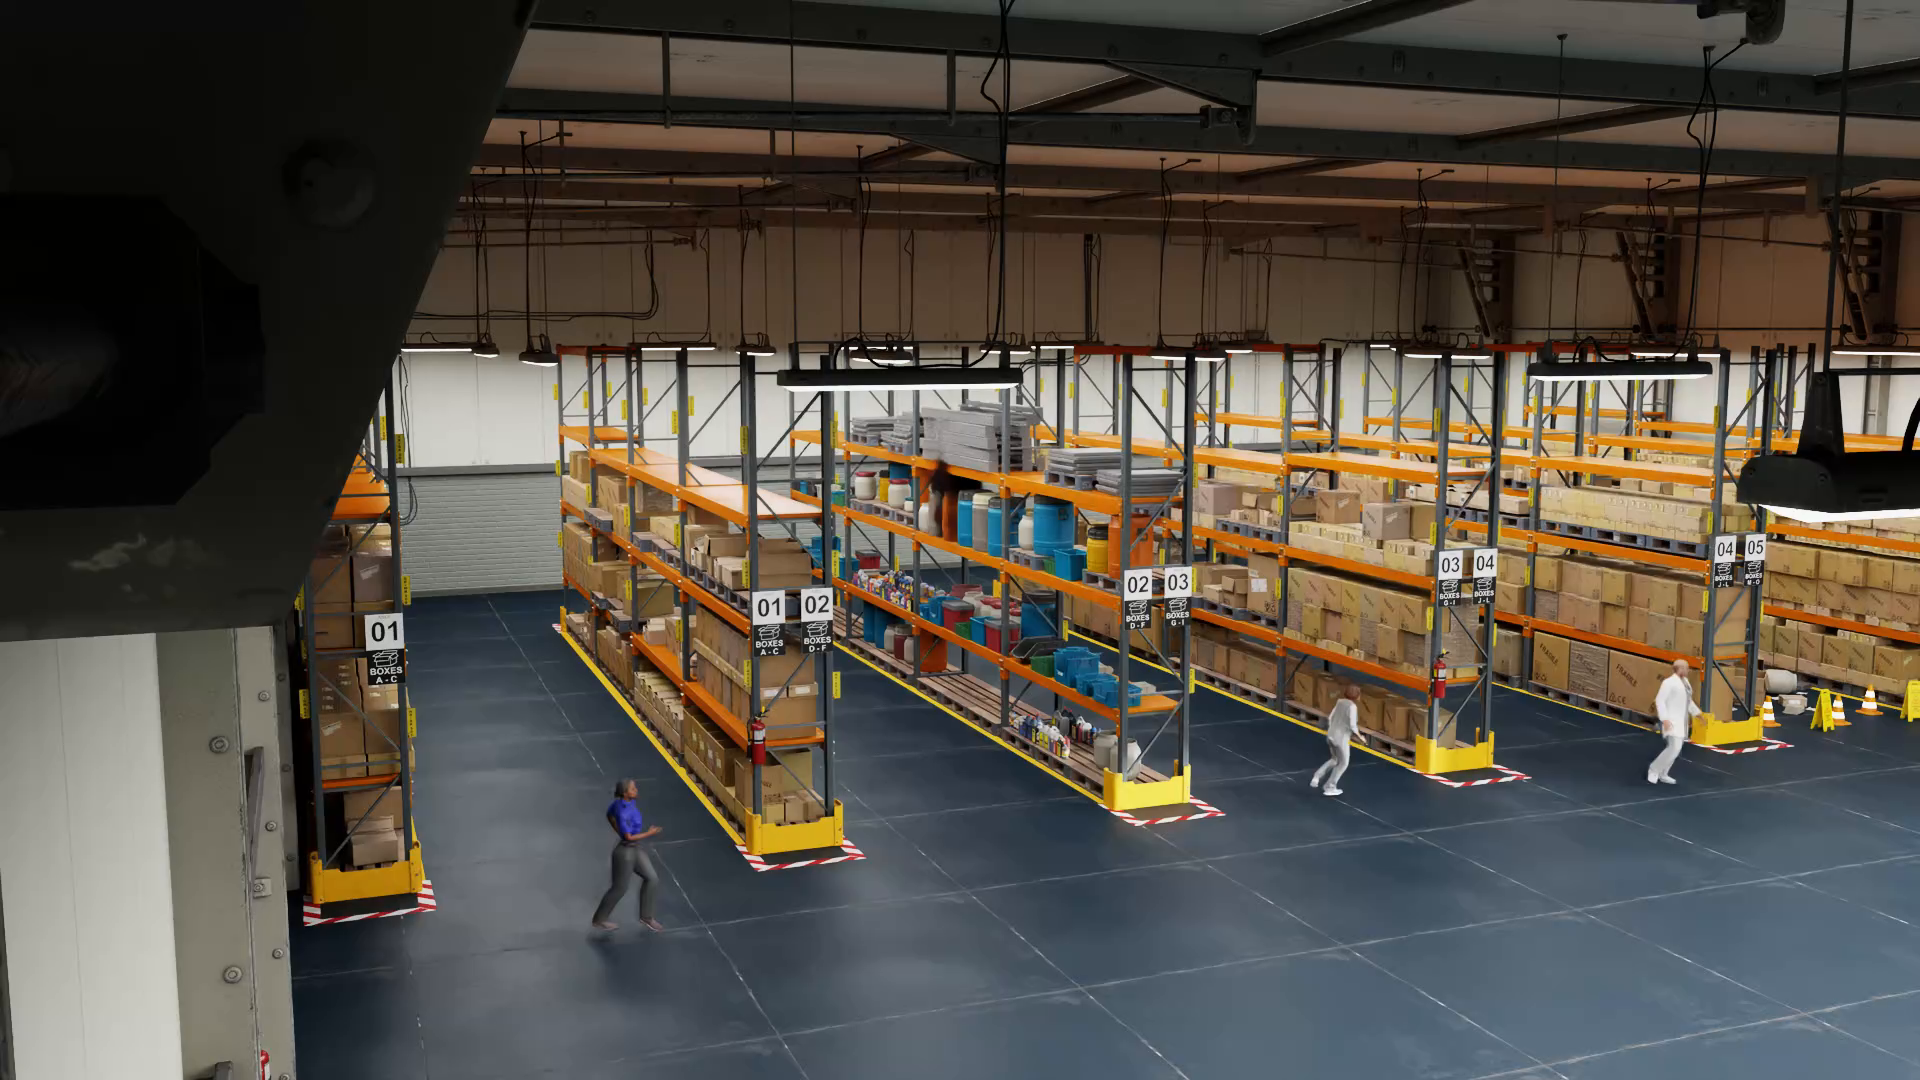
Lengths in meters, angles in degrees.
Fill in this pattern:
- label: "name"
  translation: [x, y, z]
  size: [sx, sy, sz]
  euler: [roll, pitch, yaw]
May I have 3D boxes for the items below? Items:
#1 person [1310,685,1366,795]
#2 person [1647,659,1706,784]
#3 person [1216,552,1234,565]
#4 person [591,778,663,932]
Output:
- label: "person"
  translation: [5.148, 2.718, 22.601]
  size: [0.697, 1.522, 0.526]
  euler: [-2, 8, -18]
- label: "person"
  translation: [9.947, 2.545, 23.142]
  size: [0.644, 1.773, 0.816]
  euler: [7, 10, 43]
- label: "person"
  translation: [6.676, 0.249, 41.452]
  size: [0.559, 1.684, 0.654]
  euler: [0, 7, -2]
- label: "person"
  translation: [-3.486, 3.325, 17.357]
  size: [0.750, 1.680, 0.549]
  euler: [0, 7, 2]
